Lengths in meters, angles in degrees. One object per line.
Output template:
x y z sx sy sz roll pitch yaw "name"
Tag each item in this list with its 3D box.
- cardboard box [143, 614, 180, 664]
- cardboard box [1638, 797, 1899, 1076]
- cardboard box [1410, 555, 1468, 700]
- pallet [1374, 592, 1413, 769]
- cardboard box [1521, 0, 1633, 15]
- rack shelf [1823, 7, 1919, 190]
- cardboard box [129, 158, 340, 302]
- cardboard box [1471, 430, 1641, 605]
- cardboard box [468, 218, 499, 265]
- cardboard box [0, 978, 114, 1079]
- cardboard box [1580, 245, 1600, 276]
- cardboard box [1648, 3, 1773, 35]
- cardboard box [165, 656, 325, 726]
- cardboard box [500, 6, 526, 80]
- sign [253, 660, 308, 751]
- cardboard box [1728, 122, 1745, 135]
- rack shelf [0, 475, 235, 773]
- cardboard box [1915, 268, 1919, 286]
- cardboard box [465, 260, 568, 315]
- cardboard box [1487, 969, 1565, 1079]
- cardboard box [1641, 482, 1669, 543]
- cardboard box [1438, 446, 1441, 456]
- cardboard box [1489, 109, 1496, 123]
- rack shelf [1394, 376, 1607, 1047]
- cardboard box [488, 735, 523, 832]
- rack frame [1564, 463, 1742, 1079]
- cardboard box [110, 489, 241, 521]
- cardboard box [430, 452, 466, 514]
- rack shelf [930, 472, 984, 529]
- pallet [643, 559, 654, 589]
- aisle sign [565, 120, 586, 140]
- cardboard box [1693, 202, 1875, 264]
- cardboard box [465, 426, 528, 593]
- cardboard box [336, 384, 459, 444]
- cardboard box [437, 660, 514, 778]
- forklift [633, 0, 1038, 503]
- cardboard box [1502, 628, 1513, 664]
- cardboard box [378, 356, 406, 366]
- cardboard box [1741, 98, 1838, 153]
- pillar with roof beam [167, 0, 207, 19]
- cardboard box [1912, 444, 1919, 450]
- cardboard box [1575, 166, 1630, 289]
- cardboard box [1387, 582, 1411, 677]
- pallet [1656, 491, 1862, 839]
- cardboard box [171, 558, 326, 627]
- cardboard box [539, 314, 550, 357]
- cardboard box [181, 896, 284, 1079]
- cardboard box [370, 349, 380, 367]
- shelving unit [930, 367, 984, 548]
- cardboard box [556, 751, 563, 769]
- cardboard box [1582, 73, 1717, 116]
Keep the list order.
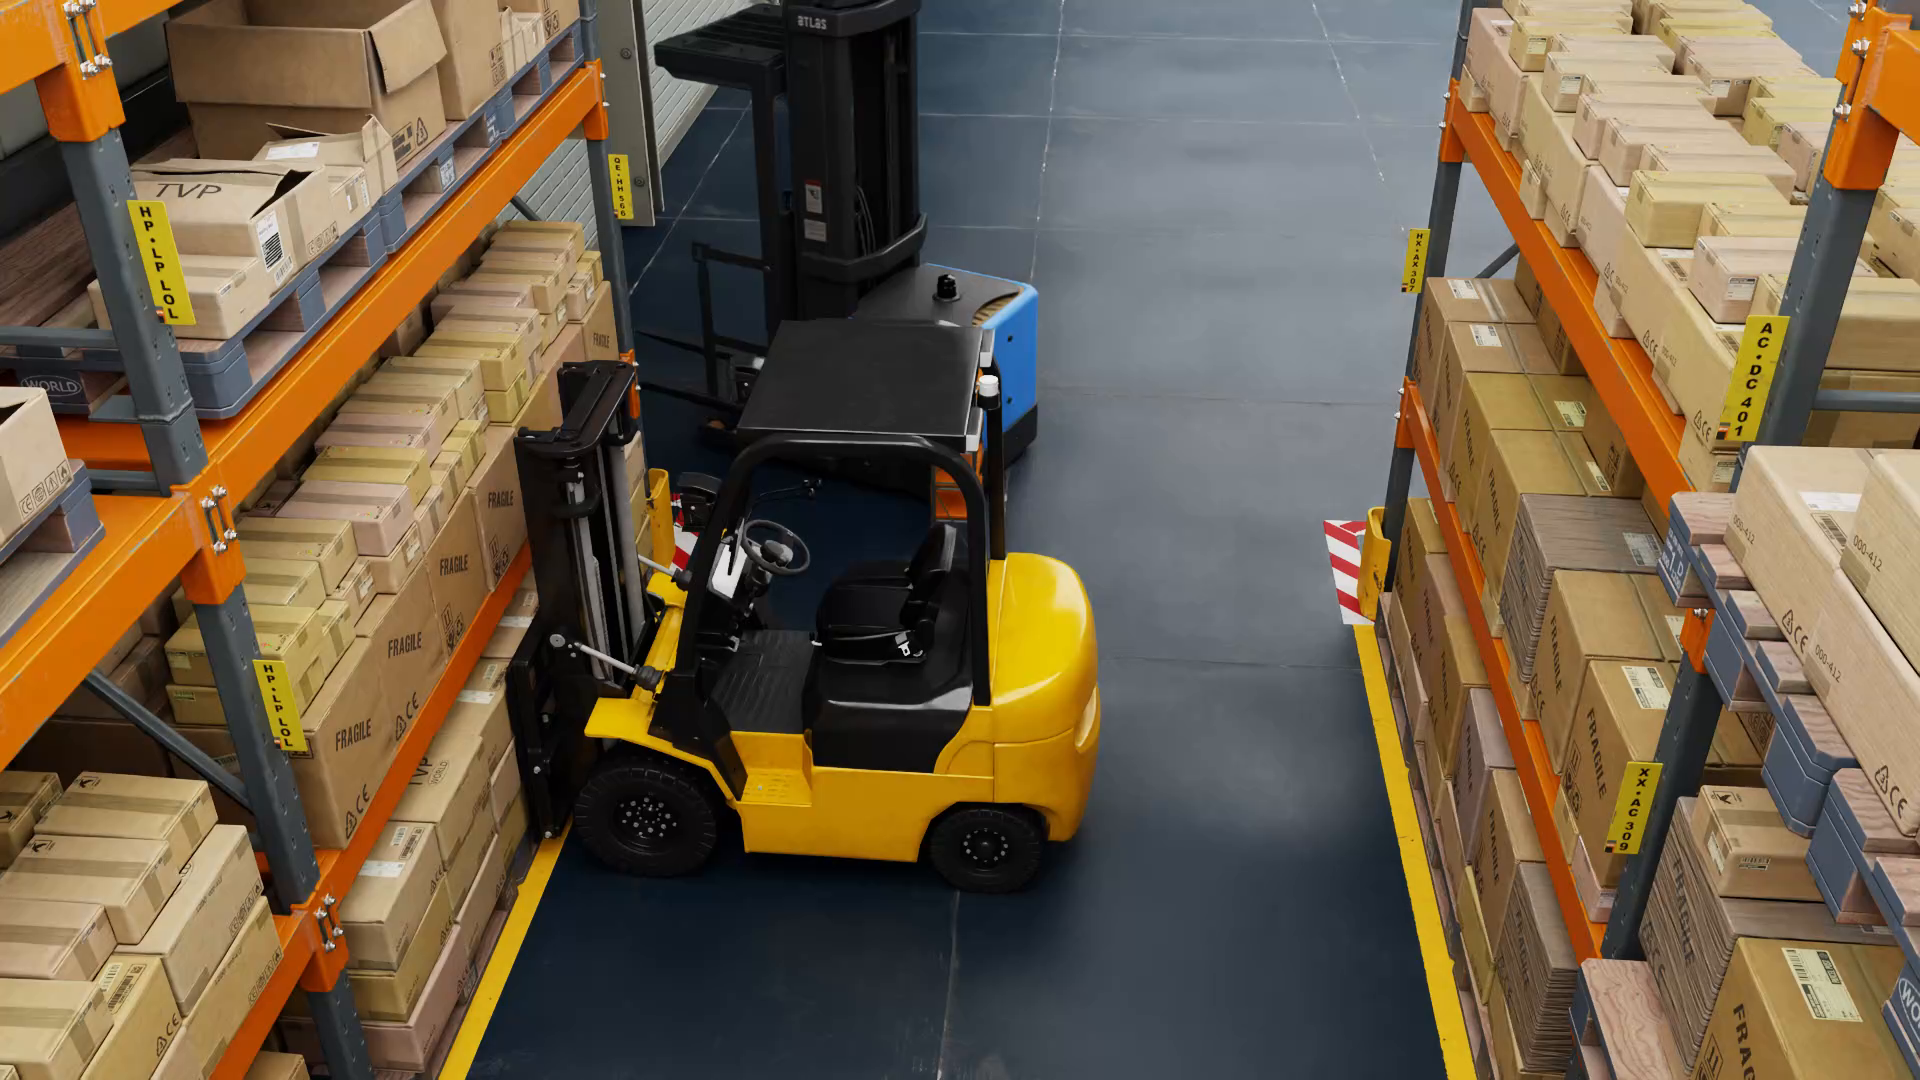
-2.773 0.296 5.477 0.380 0.149 0.250 2 32 3 "cardboard box"
2.095 1.021 4.235 0.500 0.500 0.500 3 32 5 "cardboard box"
2.363 0.413 7.506 0.500 0.500 0.500 1 32 2 "cardboard box"
2.637 0.695 8.201 1.003 0.211 1.213 2 32 4 "pallet"
2.507 -2.155 6.788 0.380 0.149 0.250 2 32 4 "cardboard box"
2.256 0.105 1.850 1.077 0.370 4.000 2 32 4 "rack shelf"
-2.218 -0.959 4.957 0.500 0.311 0.500 3 32 5 "cardboard box"
2.317 -0.085 6.430 0.500 0.500 0.500 2 32 3 "cardboard box"
-2.444 -1.444 8.017 0.380 0.149 0.250 2 32 3 "cardboard box"
-2.300 1.200 4.010 0.380 0.149 0.250 2 32 2 "cardboard box"
2.361 -1.016 5.700 0.380 0.149 0.250 2 32 4 "cardboard box"
2.949 -2.008 6.549 0.380 0.149 0.250 2 32 3 "cardboard box"
-2.241 0.452 5.224 0.380 0.149 0.250 2 32 3 "cardboard box"
-1.989 -2.027 6.735 0.396 0.266 0.258 3 32 4 "cardboard box"
-1.987 0.485 4.856 0.100 0.325 0.005 2 32 4 "sign"
2.853 -1.217 5.647 0.500 0.250 0.500 3 32 4 "cardboard box"
-2.692 1.001 2.873 1.077 0.370 4.000 2 32 4 "rack shelf"
2.762 -0.661 4.364 0.380 0.149 0.250 3 32 5 "cardboard box"
-2.006 -1.146 7.534 0.380 0.149 0.250 3 32 5 "cardboard box"
2.199 1.808 5.959 0.500 0.250 0.500 4 32 6 "cardboard box"
2.802 -0.207 5.675 0.700 0.500 0.500 2 32 3 "cardboard box"
2.401 -0.412 7.578 0.380 0.149 0.250 1 32 2 "cardboard box"
2.461 -1.824 7.012 0.380 0.149 0.250 1 32 2 "cardboard box"
2.581 0.397 6.713 1.077 0.370 4.000 2 32 4 "rack shelf"
-2.090 0.940 6.890 0.500 0.250 0.500 2 32 4 "cardboard box"
2.419 1.136 4.827 1.000 3.000 0.127 2 32 4 "rack frame"
-2.776 -0.101 5.838 0.380 0.149 0.250 2 32 3 "cardboard box"
-2.108 -0.216 6.308 0.380 0.149 0.250 1 32 2 "cardboard box"
-0.013 -0.198 9.215 0.258 0.148 0.480 2 32 4 "rack shelf"
-2.224 0.424 8.642 1.003 0.211 1.213 2 32 4 "pallet"
-1.905 -2.294 7.915 0.394 0.787 0.004 2 32 4 "aisle sign"
2.282 -0.820 4.621 0.380 0.149 0.250 3 32 5 "cardboard box"
-2.104 -0.137 6.798 0.500 0.500 0.500 3 32 4 "cardboard box"
-2.179 -0.481 6.455 0.380 0.149 0.250 3 32 4 "cardboard box"
-2.096 0.725 6.762 0.500 0.250 0.500 3 32 6 "cardboard box"
-1.059 -2.007 9.993 3.031 2.935 1.130 16 35 24 "forklift"
2.271 0.398 6.264 0.380 0.149 0.250 2 32 3 "cardboard box"
-2.646 -0.789 7.238 0.380 0.149 0.250 3 32 4 "cardboard box"
2.814 -1.340 5.466 0.380 0.149 0.250 3 32 5 "cardboard box"
1.132 -3.210 6.161 9.100 9.000 0.400 2 32 4 "pillar with roof beam"
2.691 -0.188 4.356 0.380 0.149 0.250 2 32 3 "cardboard box"
2.282 -0.976 5.255 0.500 0.250 0.500 2 32 3 "cardboard box"
2.403 0.447 8.167 0.500 0.250 0.500 2 32 4 "cardboard box"
2.262 0.258 3.573 1.213 0.211 1.003 2 32 4 "pallet"
-2.294 0.186 5.373 0.380 0.149 0.250 3 32 5 "cardboard box"
-2.057 -0.894 7.408 0.380 0.149 0.250 2 32 4 "cardboard box"
-2.309 1.265 4.762 0.500 0.250 0.500 3 32 5 "cardboard box"
-2.657 -0.769 6.922 0.380 0.149 0.250 2 32 3 "cardboard box"
-0.013 -0.424 9.075 0.258 1.200 0.503 2 32 4 "shelving unit"
-2.046 0.879 7.465 0.500 0.250 0.500 3 32 6 "cardboard box"
2.357 -1.493 5.714 0.380 0.149 0.250 3 32 5 "cardboard box"
